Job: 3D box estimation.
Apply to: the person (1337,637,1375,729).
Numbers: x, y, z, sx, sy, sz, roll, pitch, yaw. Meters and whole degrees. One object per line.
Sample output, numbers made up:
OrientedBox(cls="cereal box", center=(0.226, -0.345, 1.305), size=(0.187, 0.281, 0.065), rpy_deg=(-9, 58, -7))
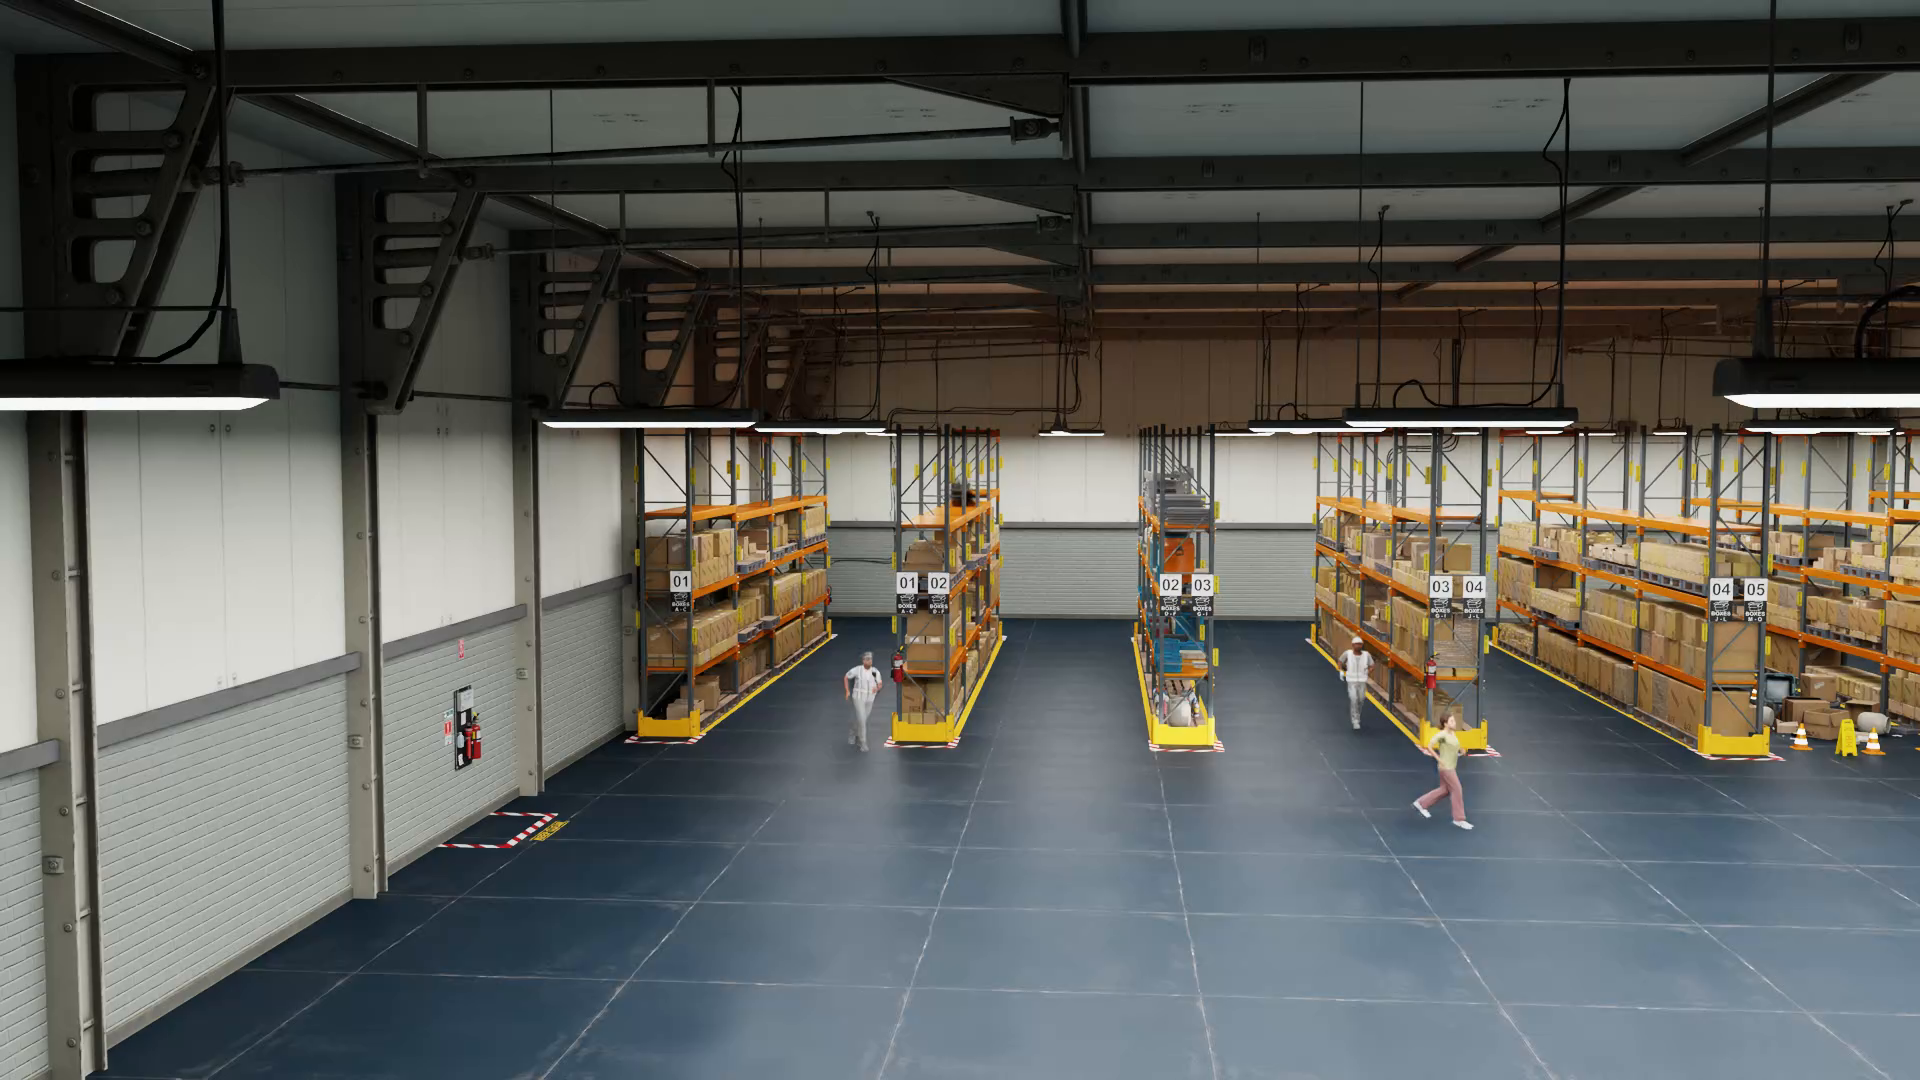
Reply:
OrientedBox(cls="person", center=(7.868, 2.806, 32.977), size=(0.700, 1.778, 0.913), rpy_deg=(0, 3, 2))

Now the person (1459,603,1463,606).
OrientedBox(cls="person", center=(13.679, 2.054, 46.479), size=(0.692, 1.653, 0.883), rpy_deg=(2, 4, 35))

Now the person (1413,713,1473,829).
OrientedBox(cls="person", center=(7.178, 3.389, 24.626), size=(0.891, 1.681, 0.564), rpy_deg=(2, 4, 32))

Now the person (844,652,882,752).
OrientedBox(cls="person", center=(-1.740, 2.961, 30.773), size=(0.678, 1.778, 0.884), rpy_deg=(-2, 4, -28))
